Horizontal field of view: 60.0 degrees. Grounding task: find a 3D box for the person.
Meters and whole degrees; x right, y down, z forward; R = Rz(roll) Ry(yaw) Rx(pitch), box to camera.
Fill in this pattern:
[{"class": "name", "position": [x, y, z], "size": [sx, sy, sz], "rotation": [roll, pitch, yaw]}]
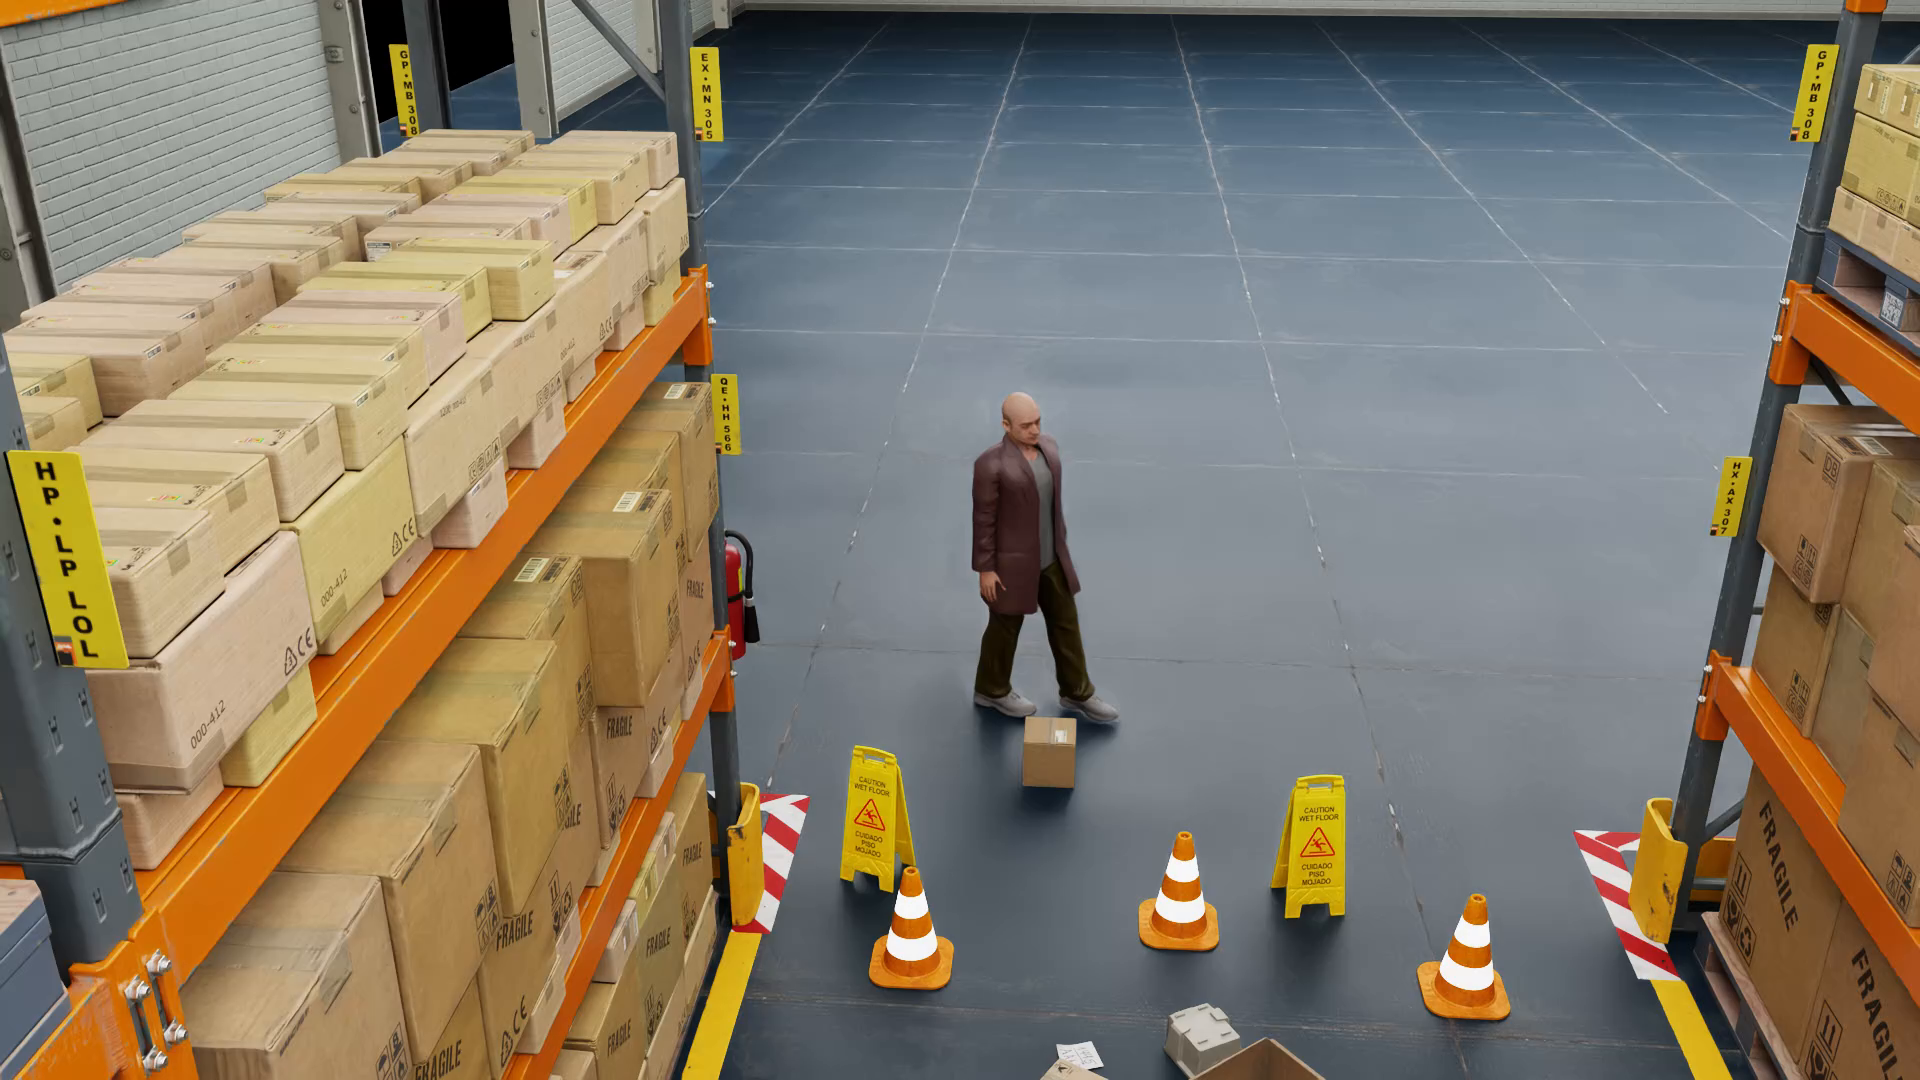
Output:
[{"class": "person", "position": [0.405, 0.120, 8.342], "size": [0.599, 1.773, 0.727], "rotation": [-20, 31, -38]}]
